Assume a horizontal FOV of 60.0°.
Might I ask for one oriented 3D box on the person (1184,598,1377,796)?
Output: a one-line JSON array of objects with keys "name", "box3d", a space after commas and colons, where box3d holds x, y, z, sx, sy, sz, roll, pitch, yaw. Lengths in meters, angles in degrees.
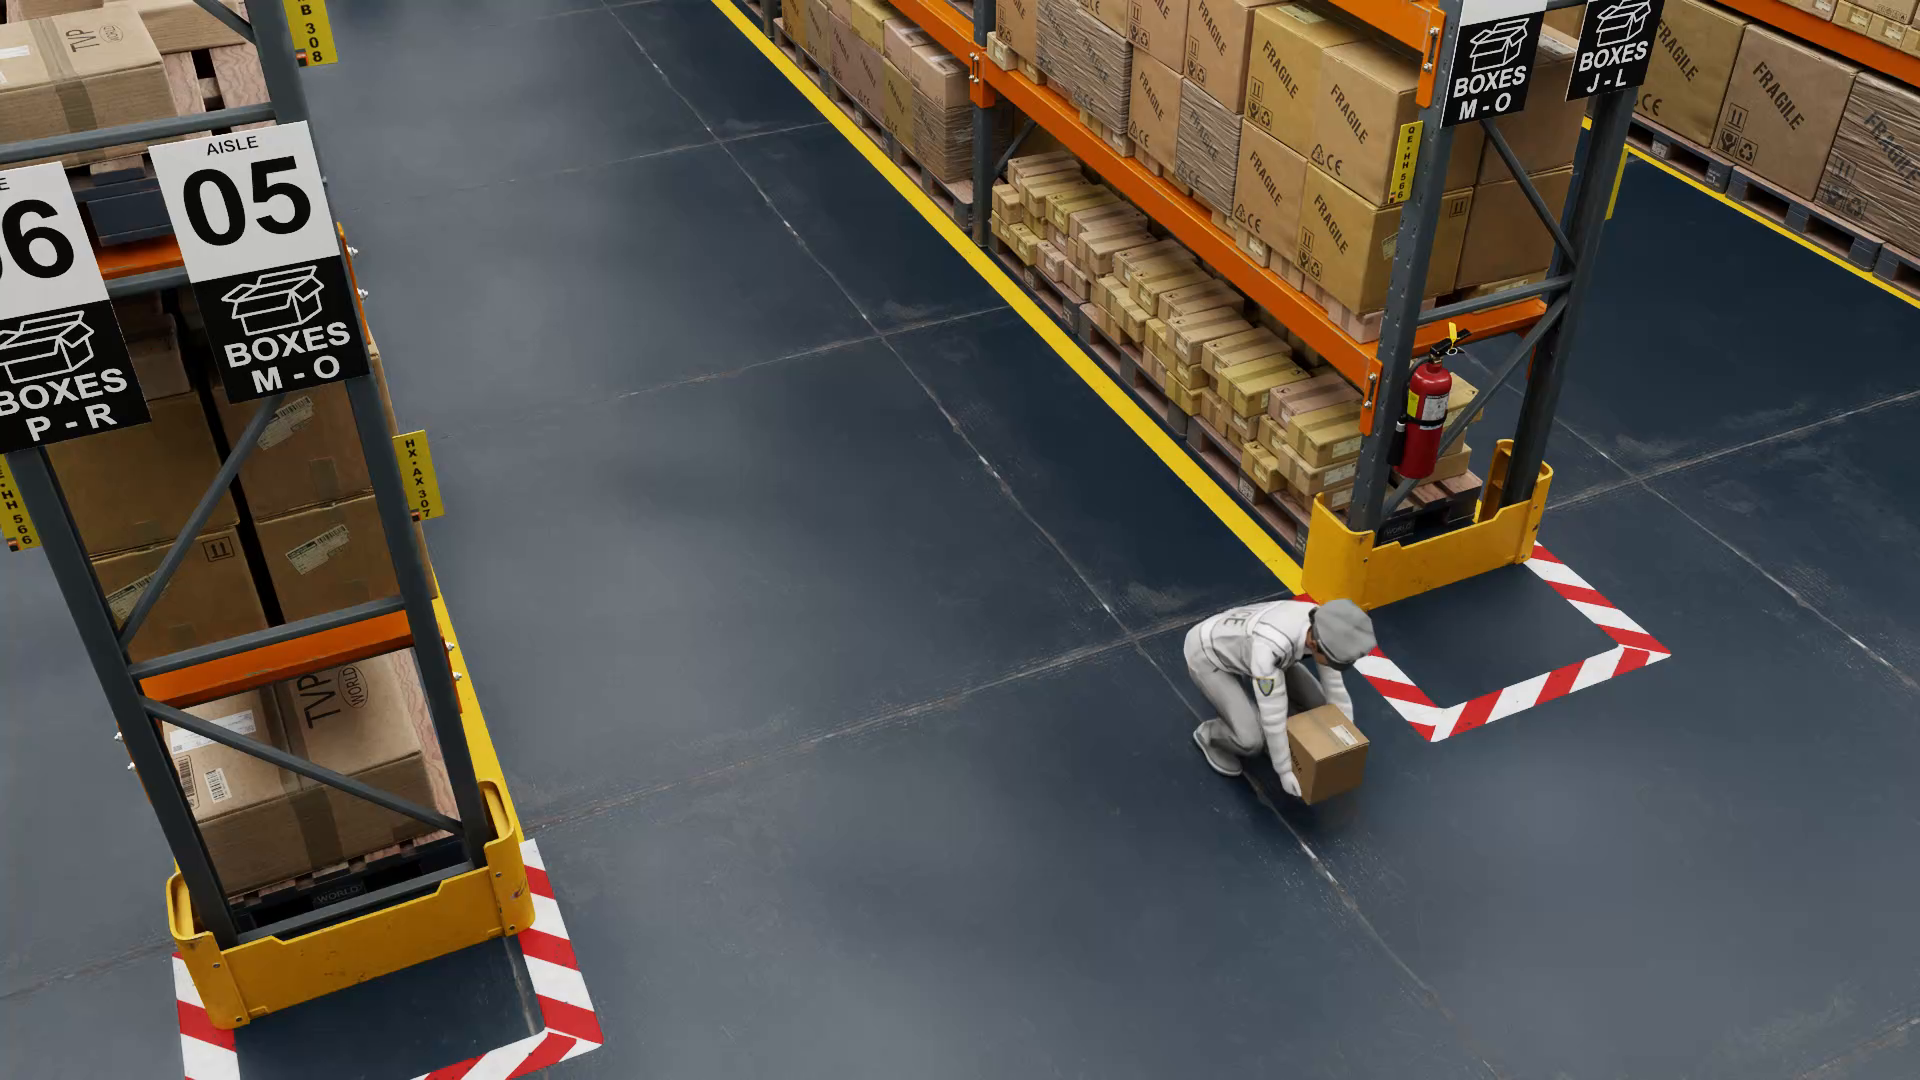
[{"name": "person", "box3d": [1.272, 0.555, 6.697, 0.471, 0.990, 0.828, -21, 42, -25]}]
